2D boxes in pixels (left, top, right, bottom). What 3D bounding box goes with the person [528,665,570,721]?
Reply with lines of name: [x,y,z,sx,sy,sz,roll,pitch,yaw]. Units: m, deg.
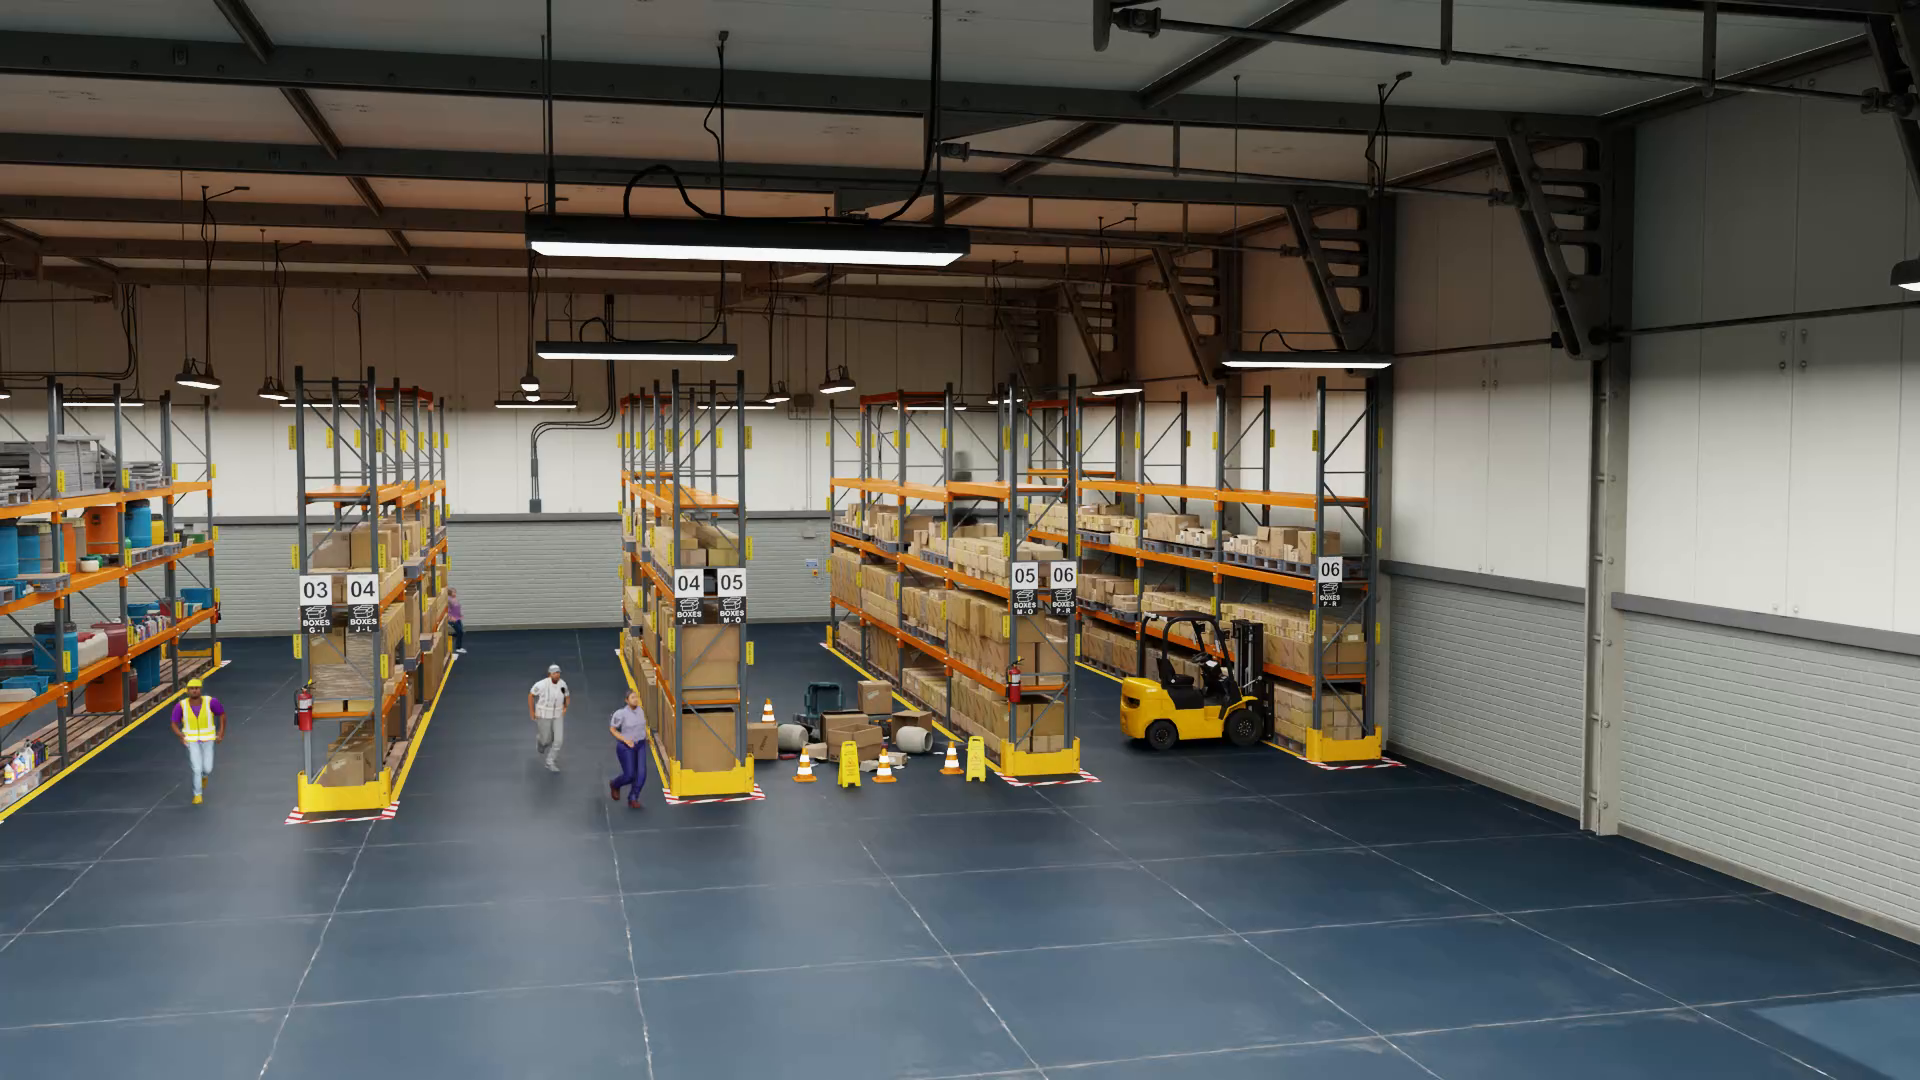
person: [-6.207,2.329,25.280,0.638,0.849,0.446,-2,4,-35]

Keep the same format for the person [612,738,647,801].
person: [-4.500,3.120,22.746,0.489,0.915,0.414,3,5,42]

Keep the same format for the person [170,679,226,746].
person: [-10.503,2.377,22.922,0.713,0.930,0.480,-2,4,-26]

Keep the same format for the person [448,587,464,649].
person: [-12.015,1.852,39.282,0.514,1.475,0.549,1,4,19]
